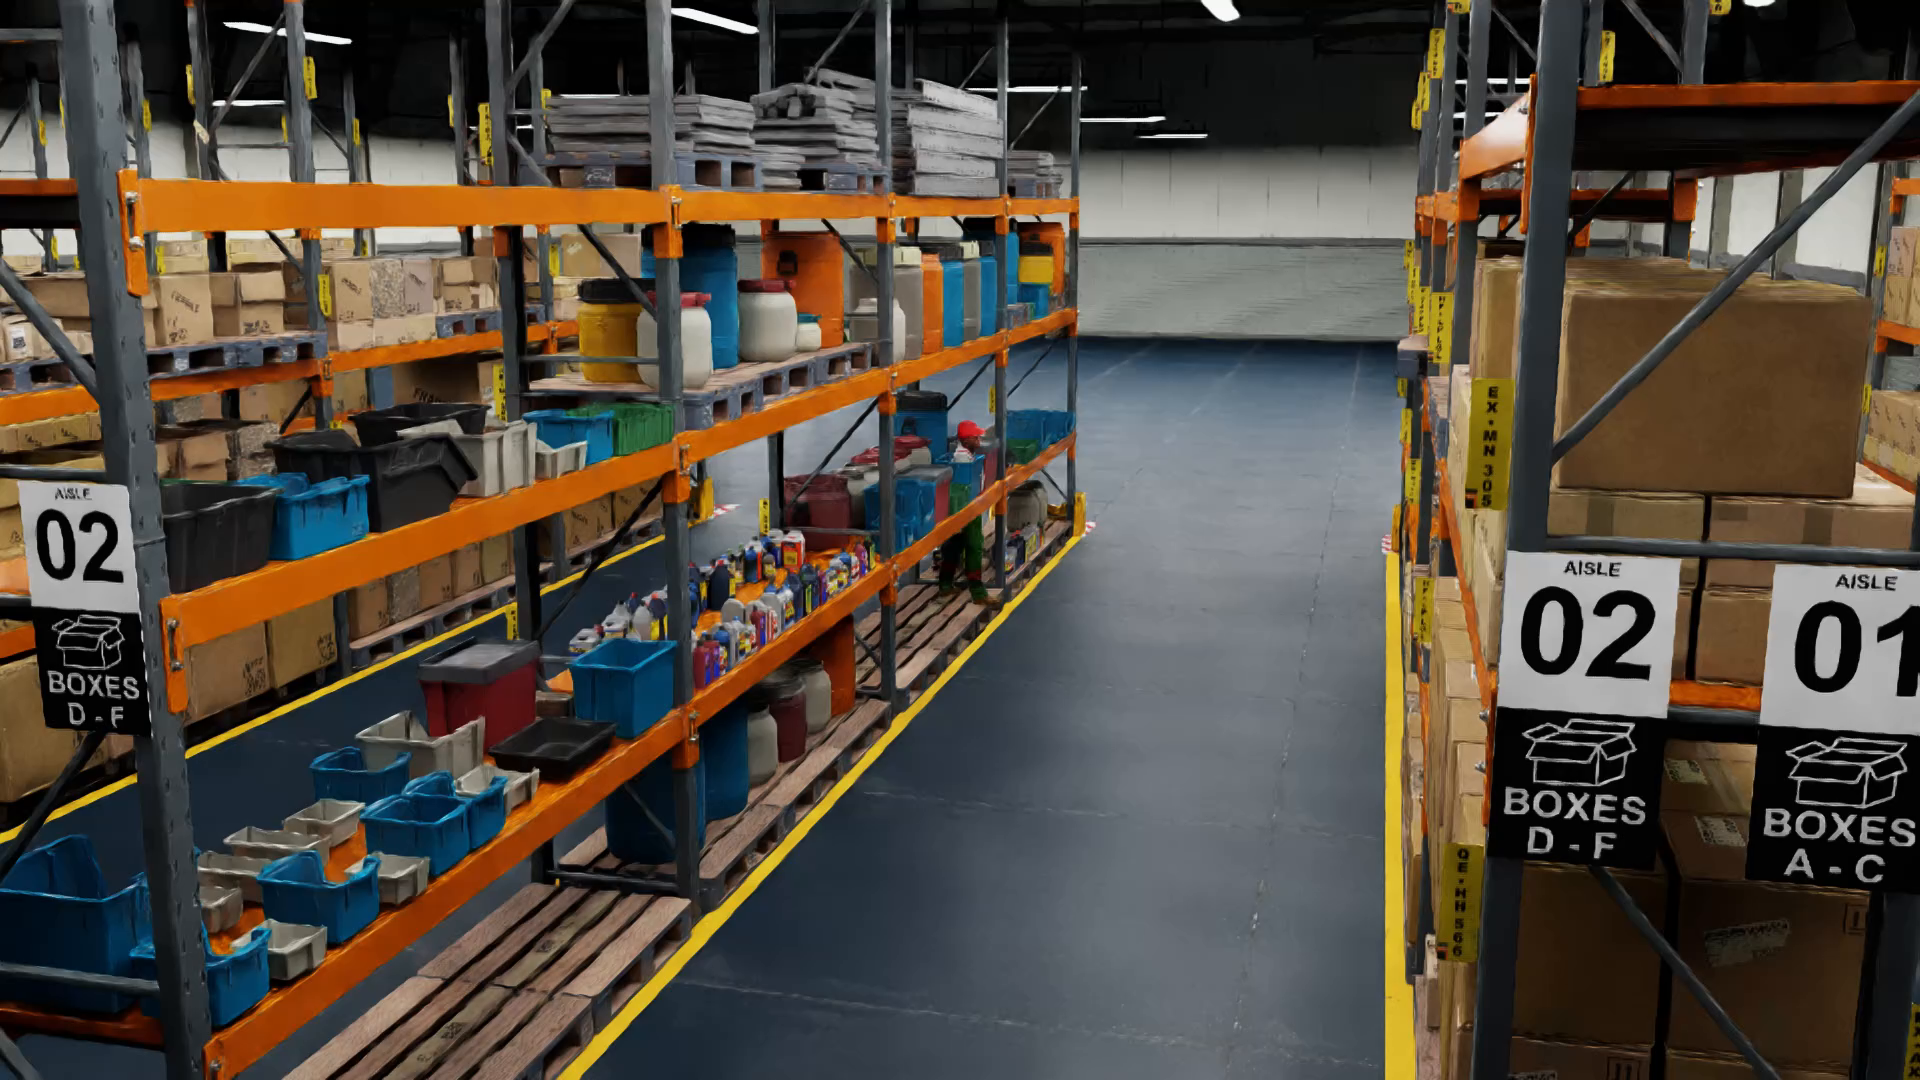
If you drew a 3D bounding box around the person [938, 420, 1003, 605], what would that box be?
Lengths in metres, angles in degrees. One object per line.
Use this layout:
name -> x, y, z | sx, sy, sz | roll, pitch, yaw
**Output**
person -> 0.102, -0.271, 16.067 | 0.629, 1.790, 0.717 | 0, 11, 0
